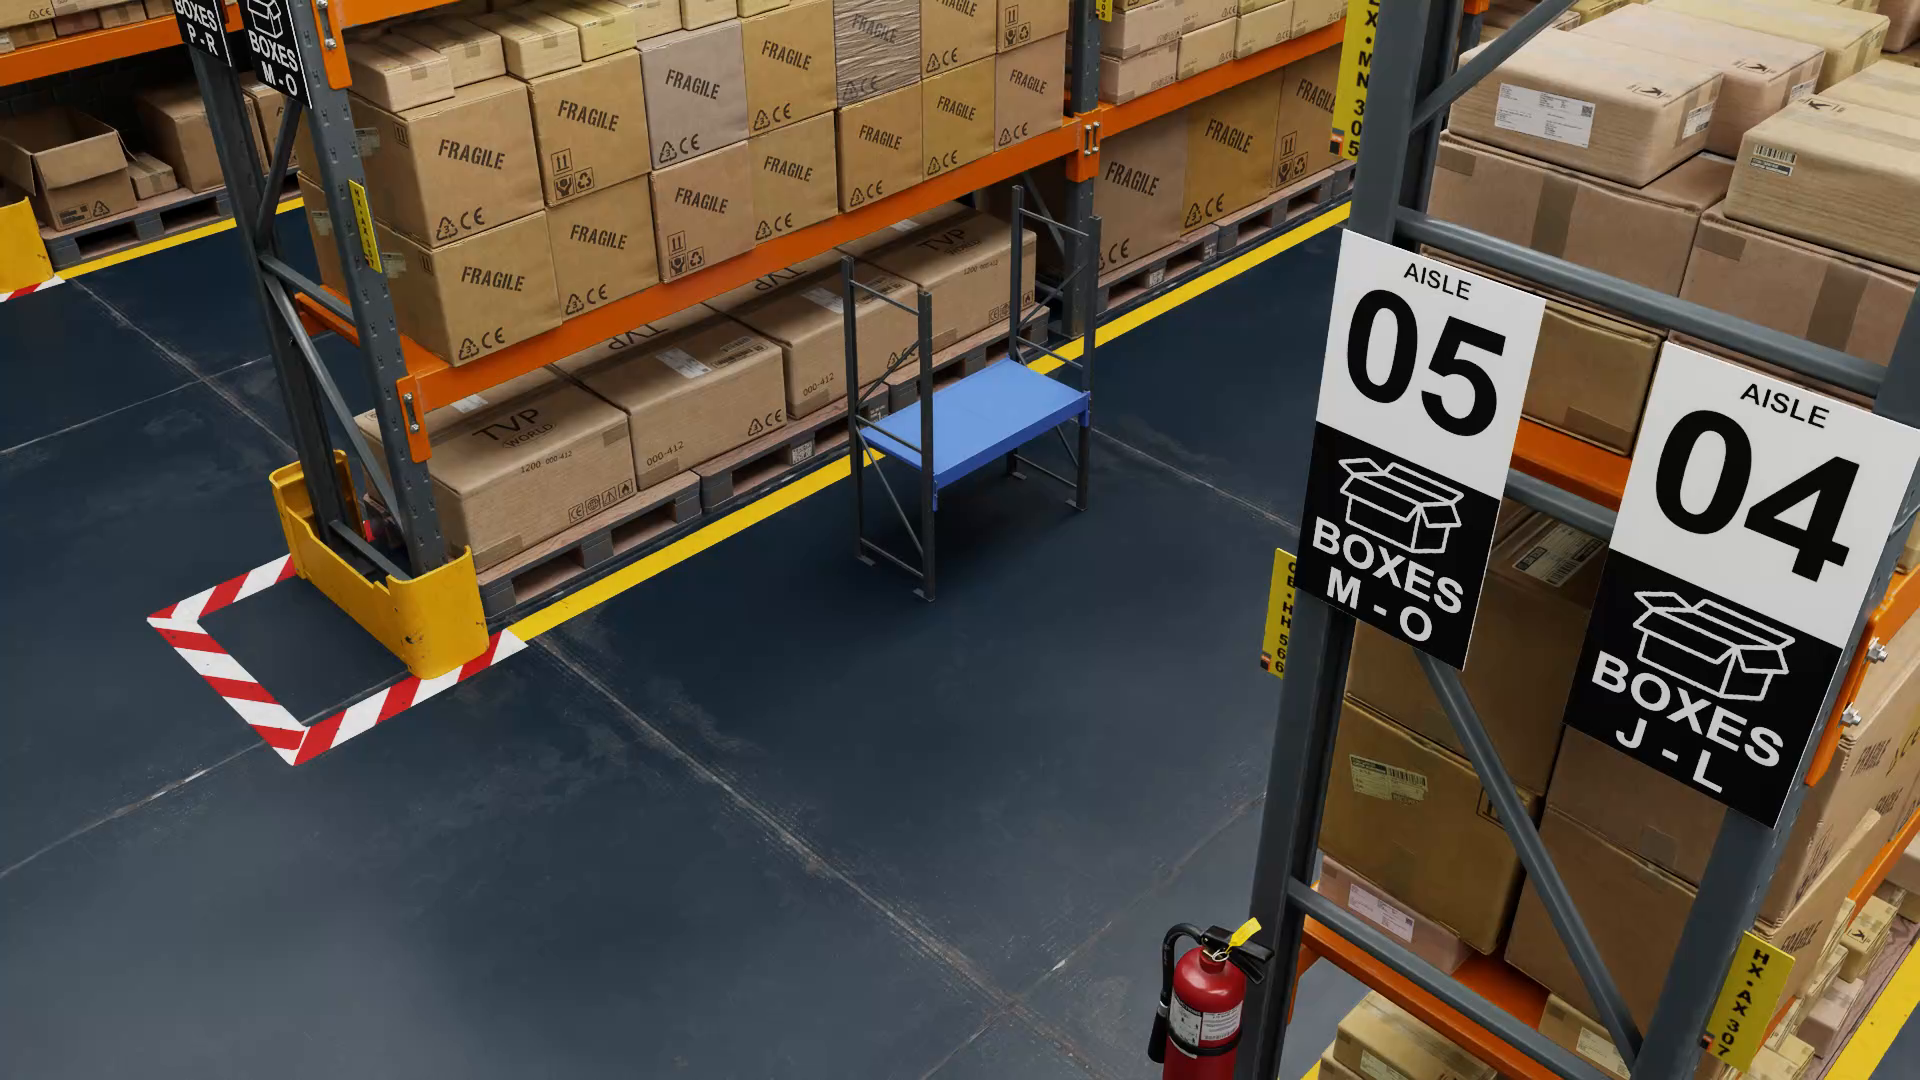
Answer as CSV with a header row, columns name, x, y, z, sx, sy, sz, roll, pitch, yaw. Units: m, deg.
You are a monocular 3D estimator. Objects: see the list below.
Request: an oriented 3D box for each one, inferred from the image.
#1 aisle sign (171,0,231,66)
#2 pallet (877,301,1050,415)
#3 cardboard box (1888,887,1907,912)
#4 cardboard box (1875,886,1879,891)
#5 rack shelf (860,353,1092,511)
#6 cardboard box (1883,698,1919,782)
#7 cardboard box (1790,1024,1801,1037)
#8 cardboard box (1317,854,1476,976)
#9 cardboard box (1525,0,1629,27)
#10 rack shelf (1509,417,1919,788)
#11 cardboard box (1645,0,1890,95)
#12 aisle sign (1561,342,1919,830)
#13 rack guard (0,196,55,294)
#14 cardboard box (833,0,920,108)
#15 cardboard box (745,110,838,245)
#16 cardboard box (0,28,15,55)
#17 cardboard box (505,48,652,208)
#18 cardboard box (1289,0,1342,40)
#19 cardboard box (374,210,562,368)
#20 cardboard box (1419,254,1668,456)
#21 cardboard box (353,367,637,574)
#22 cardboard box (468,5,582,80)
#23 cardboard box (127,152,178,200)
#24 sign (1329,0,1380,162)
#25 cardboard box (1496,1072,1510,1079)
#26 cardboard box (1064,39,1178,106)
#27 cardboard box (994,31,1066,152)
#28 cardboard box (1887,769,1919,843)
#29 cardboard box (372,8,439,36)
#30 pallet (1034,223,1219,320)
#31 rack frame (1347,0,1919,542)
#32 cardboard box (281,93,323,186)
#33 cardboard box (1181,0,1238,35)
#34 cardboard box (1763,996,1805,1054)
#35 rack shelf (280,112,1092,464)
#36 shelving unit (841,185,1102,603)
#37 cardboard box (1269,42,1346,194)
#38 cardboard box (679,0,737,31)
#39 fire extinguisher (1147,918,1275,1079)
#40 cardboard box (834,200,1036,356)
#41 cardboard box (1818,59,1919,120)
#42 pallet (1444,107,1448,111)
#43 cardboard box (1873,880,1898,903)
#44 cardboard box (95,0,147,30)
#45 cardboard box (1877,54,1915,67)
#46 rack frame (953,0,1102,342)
name,x,y,z,sx,sy,sz,roll,pitch,yaw
aisle sign,-2.767,-2.109,5.880,0.394,0.787,0.004,30,45,35
pallet,-0.270,-1.150,9.215,1.003,0.211,1.213,30,45,35
cardboard box,2.910,1.175,5.567,0.250,0.149,0.380,-29,44,-35
cardboard box,2.720,1.001,5.297,0.380,0.149,0.250,30,45,35
rack shelf,0.060,-0.502,7.474,0.538,0.185,1.000,30,45,35
cardboard box,1.943,0.151,3.690,0.500,0.500,0.500,-29,44,-34
cardboard box,2.350,1.476,5.137,0.380,0.149,0.250,30,45,35
cardboard box,1.116,0.863,4.109,0.380,0.149,0.250,30,45,35
cardboard box,4.598,-4.123,12.970,0.625,0.372,0.950,-28,44,-34
rack shelf,2.496,-0.741,4.196,1.077,0.370,4.000,30,45,35
cardboard box,1.537,-0.949,3.212,0.380,0.149,0.250,28,44,34
aisle sign,1.249,0.091,2.725,0.394,0.787,0.004,30,45,35
rack guard,-5.968,-1.952,10.112,1.175,0.500,0.348,30,45,35
cardboard box,-0.530,-2.306,7.473,0.500,0.500,0.500,-29,44,-35
cardboard box,-0.906,-1.693,7.468,0.500,0.500,0.500,-28,44,-34
cardboard box,-5.595,-2.866,9.457,0.380,0.149,0.250,29,44,35
cardboard box,-1.597,-1.691,6.591,0.500,0.500,0.500,28,44,34
cardboard box,1.914,-3.193,9.838,0.500,0.250,0.500,29,44,35
cardboard box,-1.955,-1.068,6.571,0.500,0.500,0.500,29,44,35
cardboard box,1.220,-0.453,3.287,0.500,0.250,0.500,29,44,34
cardboard box,-2.103,-0.377,7.541,0.875,0.438,0.875,28,44,34
cardboard box,-1.651,-1.891,6.311,0.250,0.149,0.380,-28,44,-34
cardboard box,-5.197,-2.316,10.574,0.380,0.149,0.250,28,43,34
sign,0.708,-0.819,2.905,0.100,0.325,0.005,30,45,35
cardboard box,1.498,1.364,4.777,0.250,0.149,0.380,-29,44,-35
cardboard box,0.819,-2.582,8.961,0.500,0.250,0.500,28,44,34
cardboard box,0.176,-2.321,8.368,0.500,0.500,0.500,-29,44,-35
cardboard box,2.313,0.351,4.276,0.500,0.500,0.500,-29,44,-35
cardboard box,-2.224,-2.004,6.472,0.250,0.149,0.380,-29,44,-35
pallet,0.812,-1.771,10.105,1.003,0.211,1.213,30,45,35
rack frame,1.087,-1.454,1.968,1.000,3.000,0.127,30,45,35
cardboard box,-2.326,-1.690,6.590,0.500,0.500,0.500,-28,44,-34
cardboard box,1.179,-3.003,9.127,0.500,0.250,0.500,-29,44,-35
cardboard box,2.191,1.339,4.813,0.380,0.149,0.250,27,43,33
rack shelf,-1.088,-1.464,7.856,1.077,0.370,4.000,30,45,35
shelving unit,0.060,-0.650,7.371,0.538,1.500,1.048,30,45,35
cardboard box,1.963,-2.888,10.760,0.875,0.875,0.875,-29,44,-35
cardboard box,-1.126,-2.218,6.779,0.250,0.149,0.380,-29,44,-35
fire extinguisher,0.582,1.108,3.933,0.296,0.674,0.183,30,45,35
cardboard box,-0.197,-1.481,9.124,0.875,0.438,0.875,29,44,35
cardboard box,1.669,-0.667,2.807,0.250,0.149,0.380,-28,44,-34
pallet,3.691,-3.368,12.394,1.003,0.211,1.213,30,45,35
cardboard box,2.936,1.019,5.532,0.380,0.149,0.250,27,43,33
cardboard box,-5.067,-3.187,9.917,0.250,0.149,0.380,-28,44,-34
cardboard box,1.591,-0.865,3.440,0.500,0.250,0.500,28,44,34
rack frame,0.322,-2.571,8.814,1.000,3.000,0.127,30,45,35
